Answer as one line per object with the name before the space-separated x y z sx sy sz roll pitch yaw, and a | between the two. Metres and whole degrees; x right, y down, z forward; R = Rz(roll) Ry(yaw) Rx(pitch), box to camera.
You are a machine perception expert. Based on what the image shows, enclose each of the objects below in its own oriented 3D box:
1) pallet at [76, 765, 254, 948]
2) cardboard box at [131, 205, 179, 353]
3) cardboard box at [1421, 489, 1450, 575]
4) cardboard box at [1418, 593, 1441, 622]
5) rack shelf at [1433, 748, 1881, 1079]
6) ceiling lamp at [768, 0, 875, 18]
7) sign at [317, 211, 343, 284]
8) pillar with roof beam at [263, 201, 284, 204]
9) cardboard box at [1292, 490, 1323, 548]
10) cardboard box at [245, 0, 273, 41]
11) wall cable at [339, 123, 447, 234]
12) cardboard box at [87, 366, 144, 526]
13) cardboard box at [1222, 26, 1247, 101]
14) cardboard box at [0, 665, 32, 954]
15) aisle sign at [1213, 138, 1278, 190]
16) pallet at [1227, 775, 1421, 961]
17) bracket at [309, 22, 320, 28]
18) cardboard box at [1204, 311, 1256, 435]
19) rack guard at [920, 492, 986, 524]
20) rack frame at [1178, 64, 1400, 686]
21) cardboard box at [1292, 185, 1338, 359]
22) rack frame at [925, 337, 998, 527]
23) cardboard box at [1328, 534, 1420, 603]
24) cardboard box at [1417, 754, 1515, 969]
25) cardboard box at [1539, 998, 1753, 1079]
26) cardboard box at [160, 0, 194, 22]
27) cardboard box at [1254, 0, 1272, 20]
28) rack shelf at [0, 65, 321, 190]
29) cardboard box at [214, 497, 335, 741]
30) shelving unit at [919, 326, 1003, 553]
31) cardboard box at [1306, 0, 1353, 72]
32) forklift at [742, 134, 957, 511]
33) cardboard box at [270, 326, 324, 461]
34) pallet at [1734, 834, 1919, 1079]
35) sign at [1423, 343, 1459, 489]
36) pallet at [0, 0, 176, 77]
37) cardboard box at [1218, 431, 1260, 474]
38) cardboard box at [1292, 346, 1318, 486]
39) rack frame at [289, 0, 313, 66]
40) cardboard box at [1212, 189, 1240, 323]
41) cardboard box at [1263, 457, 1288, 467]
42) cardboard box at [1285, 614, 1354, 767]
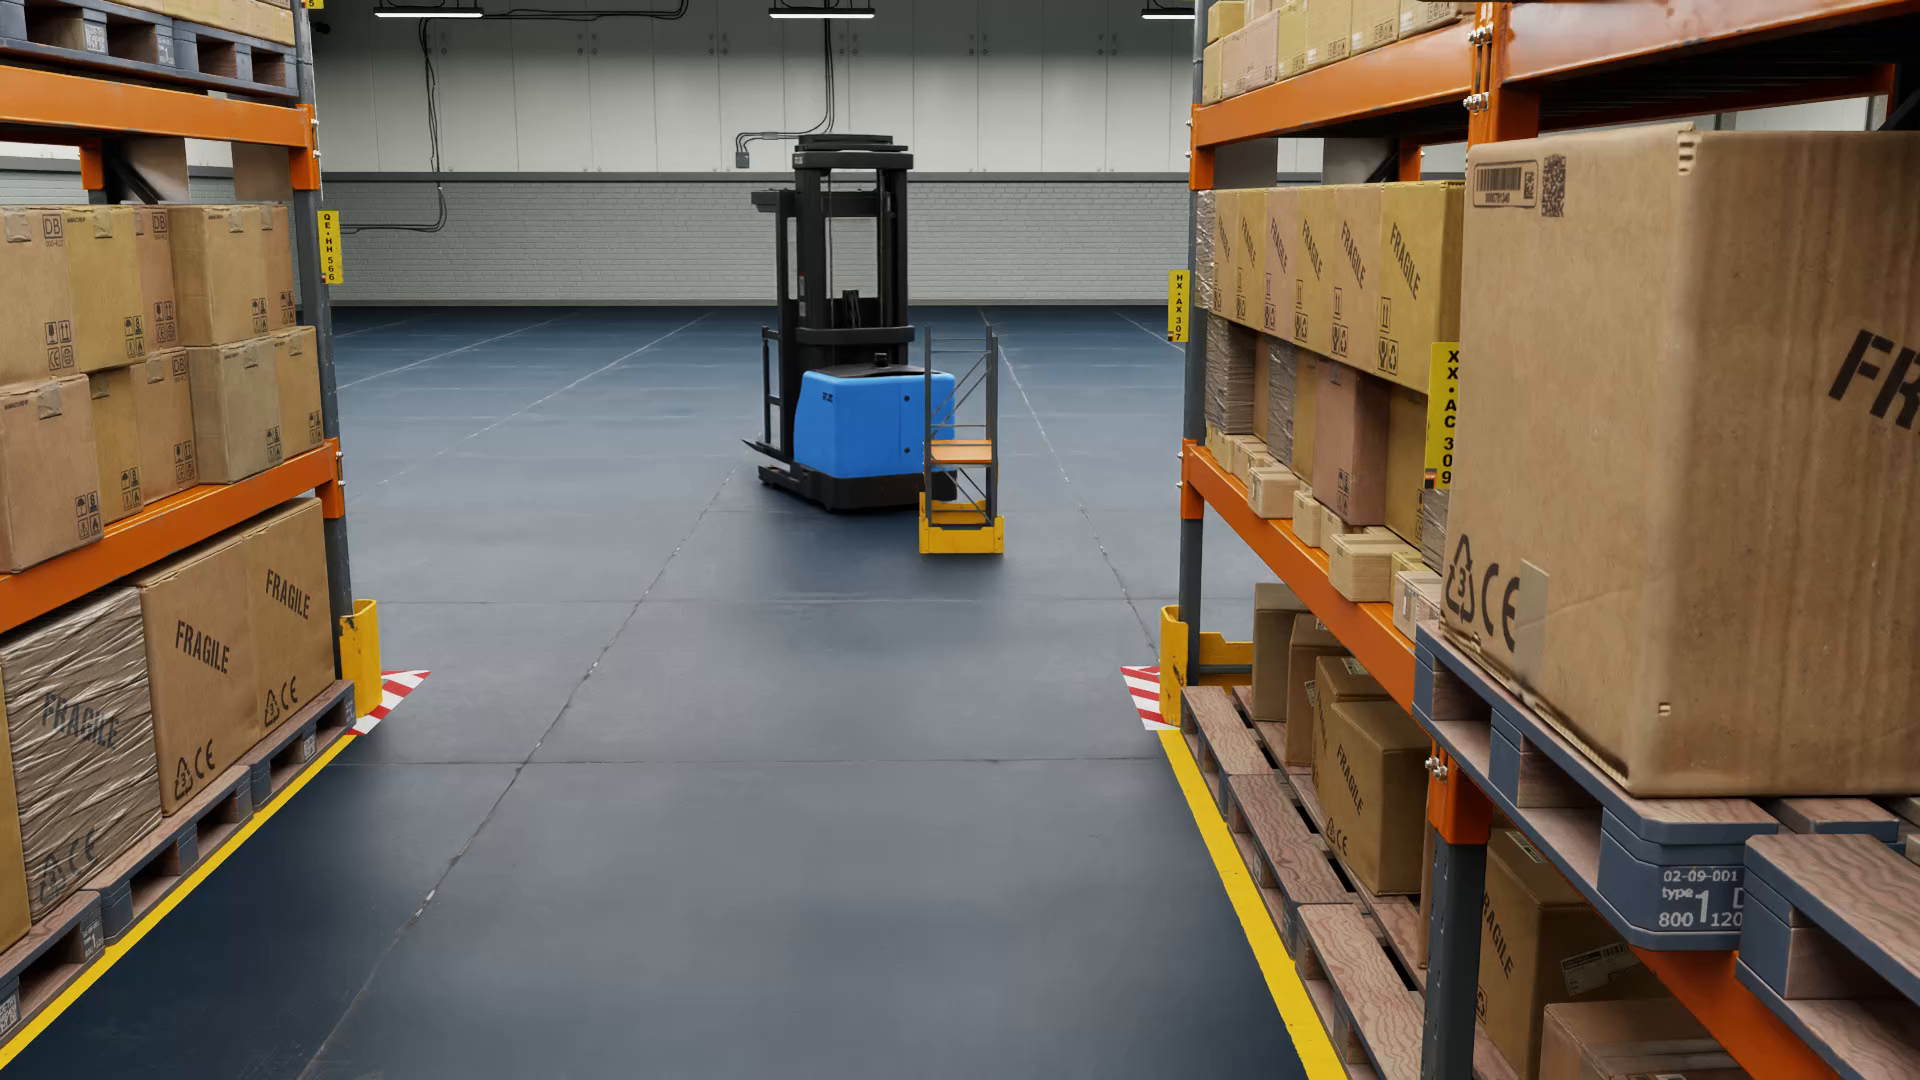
pallet | -3.296 1.118 6.017 1.003 0.211 1.213 0 11 -1
cardboard box | -3.465 -0.957 6.138 0.875 0.550 0.550 0 11 -1
cardboard box | 1.683 -0.139 4.198 0.875 0.500 0.500 0 11 -1
cardboard box | 1.332 0.227 4.025 0.380 0.149 0.250 0 11 -1
rack shelf | 1.672 0.896 1.908 1.077 0.370 4.000 0 11 -1
ceiling lamp | -2.613 -11.491 31.387 2.000 3.185 0.800 0 11 -1
sign | -2.871 -1.332 7.572 0.100 0.325 0.005 0 11 -1
pillar with roof beam | -10.525 -9.367 35.595 9.100 9.000 0.548 0 11 -1
cardboard box | 1.316 -0.071 5.495 0.380 0.149 0.250 0 11 -1
cardboard box | -3.063 -2.136 6.823 0.380 0.149 0.250 0 11 -1
wall cable | -13.568 -8.418 38.730 3.097 2.526 0.112 0 11 -1
cardboard box | -3.389 -0.323 5.728 0.875 0.550 0.500 0 11 -1
cardboard box | 1.316 -1.846 6.449 0.500 0.250 0.500 0 11 -2
cardboard box | -3.274 0.856 4.581 0.875 0.875 0.875 0 11 0
aisle sign | 1.246 -1.934 7.511 0.394 0.787 0.004 0 11 -1
pallet | 1.553 1.136 5.929 1.003 0.211 1.213 0 11 -1
bracket | -14.520 -11.551 37.307 0.076 0.066 3.189 0 11 -1
cardboard box | 1.532 -0.735 7.136 0.875 0.500 0.500 0 11 -1
rack guard | -0.012 -0.237 12.597 0.587 0.250 0.087 0 11 -1
rack frame | 1.548 -0.649 7.715 1.000 3.000 0.127 0 11 -1
cardboard box | 1.325 -0.826 5.072 0.500 0.500 0.500 0 11 -1
rack frame | 0.009 -0.651 11.495 0.500 1.500 0.032 0 11 -1
cardboard box | 1.275 0.079 4.759 0.380 0.149 0.250 0 11 -1
cardboard box | 1.643 0.972 4.956 0.500 0.500 0.500 4 12 17
cardboard box | 1.621 1.277 3.398 0.700 0.500 0.500 -1 12 -6
cardboard box | -3.047 -1.984 6.072 0.380 0.149 0.250 0 11 -2
cardboard box | 1.294 -1.981 6.110 0.380 0.149 0.250 0 11 -1
rack shelf | -3.372 -1.369 5.527 1.077 0.370 4.000 0 11 -1
cardboard box | -3.333 0.321 7.220 0.875 0.875 0.875 0 11 -1
shelving unit | -0.002 -0.750 11.985 0.587 1.500 1.083 0 11 -1
cardboard box | 1.344 -1.545 4.965 0.500 0.250 0.500 0 11 -2
forklift | -1.099 -1.915 14.128 1.130 2.935 3.031 -5 13 -24
cardboard box | -3.360 -0.649 7.336 0.875 0.550 0.550 0 11 -1
pallet | 1.631 0.642 1.834 1.003 0.211 1.213 0 11 -1
sign | 1.088 -0.275 3.691 0.100 0.325 0.005 0 11 -1
pallet | -3.359 -1.685 5.499 1.003 0.211 1.213 0 11 -1
cardboard box | 1.291 -0.369 6.965 0.380 0.149 0.250 0 11 -1
cardboard box | 1.628 -0.437 5.668 0.875 0.500 0.500 0 11 -1
rack frame | -3.413 -3.589 7.117 1.000 3.000 0.127 0 11 -1
cardboard box | 1.290 -1.124 6.542 0.500 0.500 0.500 0 11 -1
cardboard box | 1.348 -0.220 6.231 0.380 0.149 0.250 0 11 -1
cardboard box | 1.590 0.613 6.725 0.500 0.500 0.500 3 12 14
